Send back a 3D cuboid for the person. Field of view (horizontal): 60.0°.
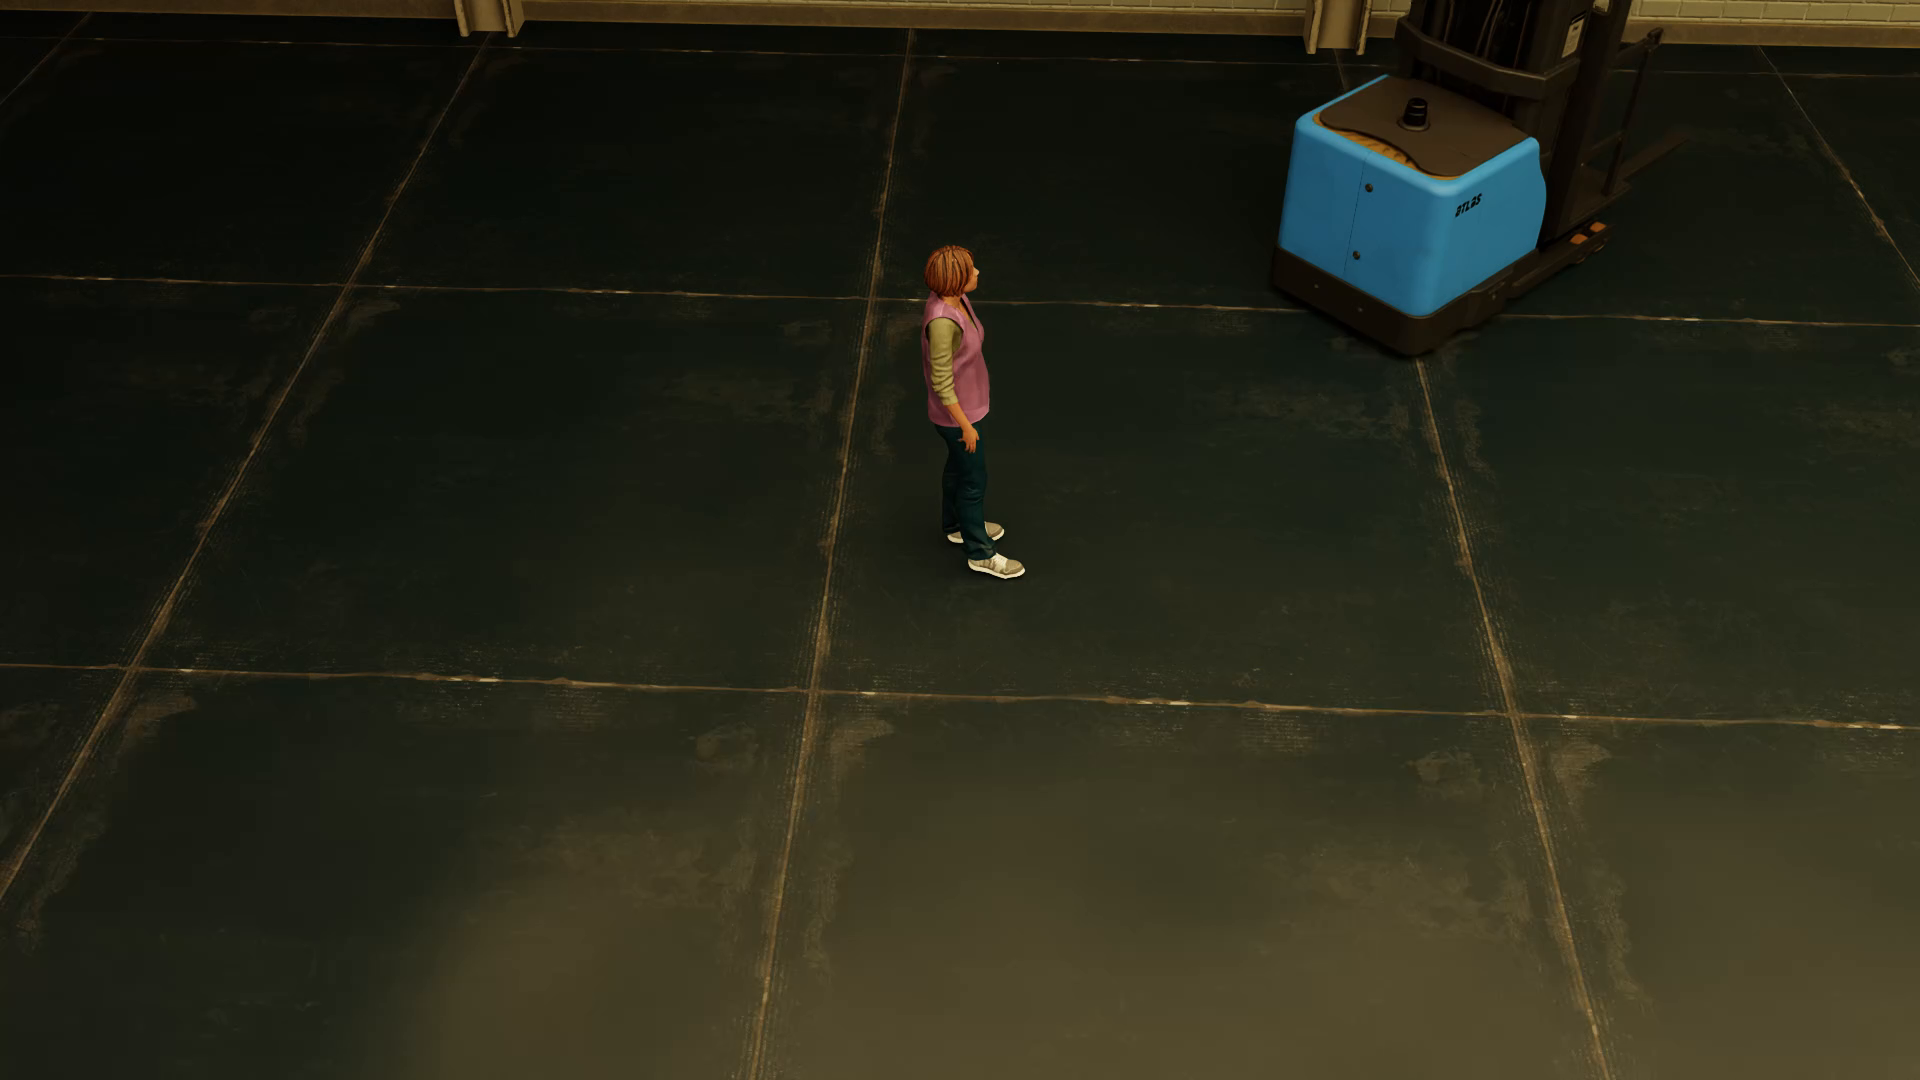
[{"bbox_3d":[0.073,-0.582,7.361,0.476,1.593,0.520,2,42,2],"label":"person"}]

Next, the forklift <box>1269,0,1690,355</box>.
[{"bbox_3d":[3.192,-2.931,8.953,3.031,2.935,1.130,-31,51,-29],"label":"forklift"}]
